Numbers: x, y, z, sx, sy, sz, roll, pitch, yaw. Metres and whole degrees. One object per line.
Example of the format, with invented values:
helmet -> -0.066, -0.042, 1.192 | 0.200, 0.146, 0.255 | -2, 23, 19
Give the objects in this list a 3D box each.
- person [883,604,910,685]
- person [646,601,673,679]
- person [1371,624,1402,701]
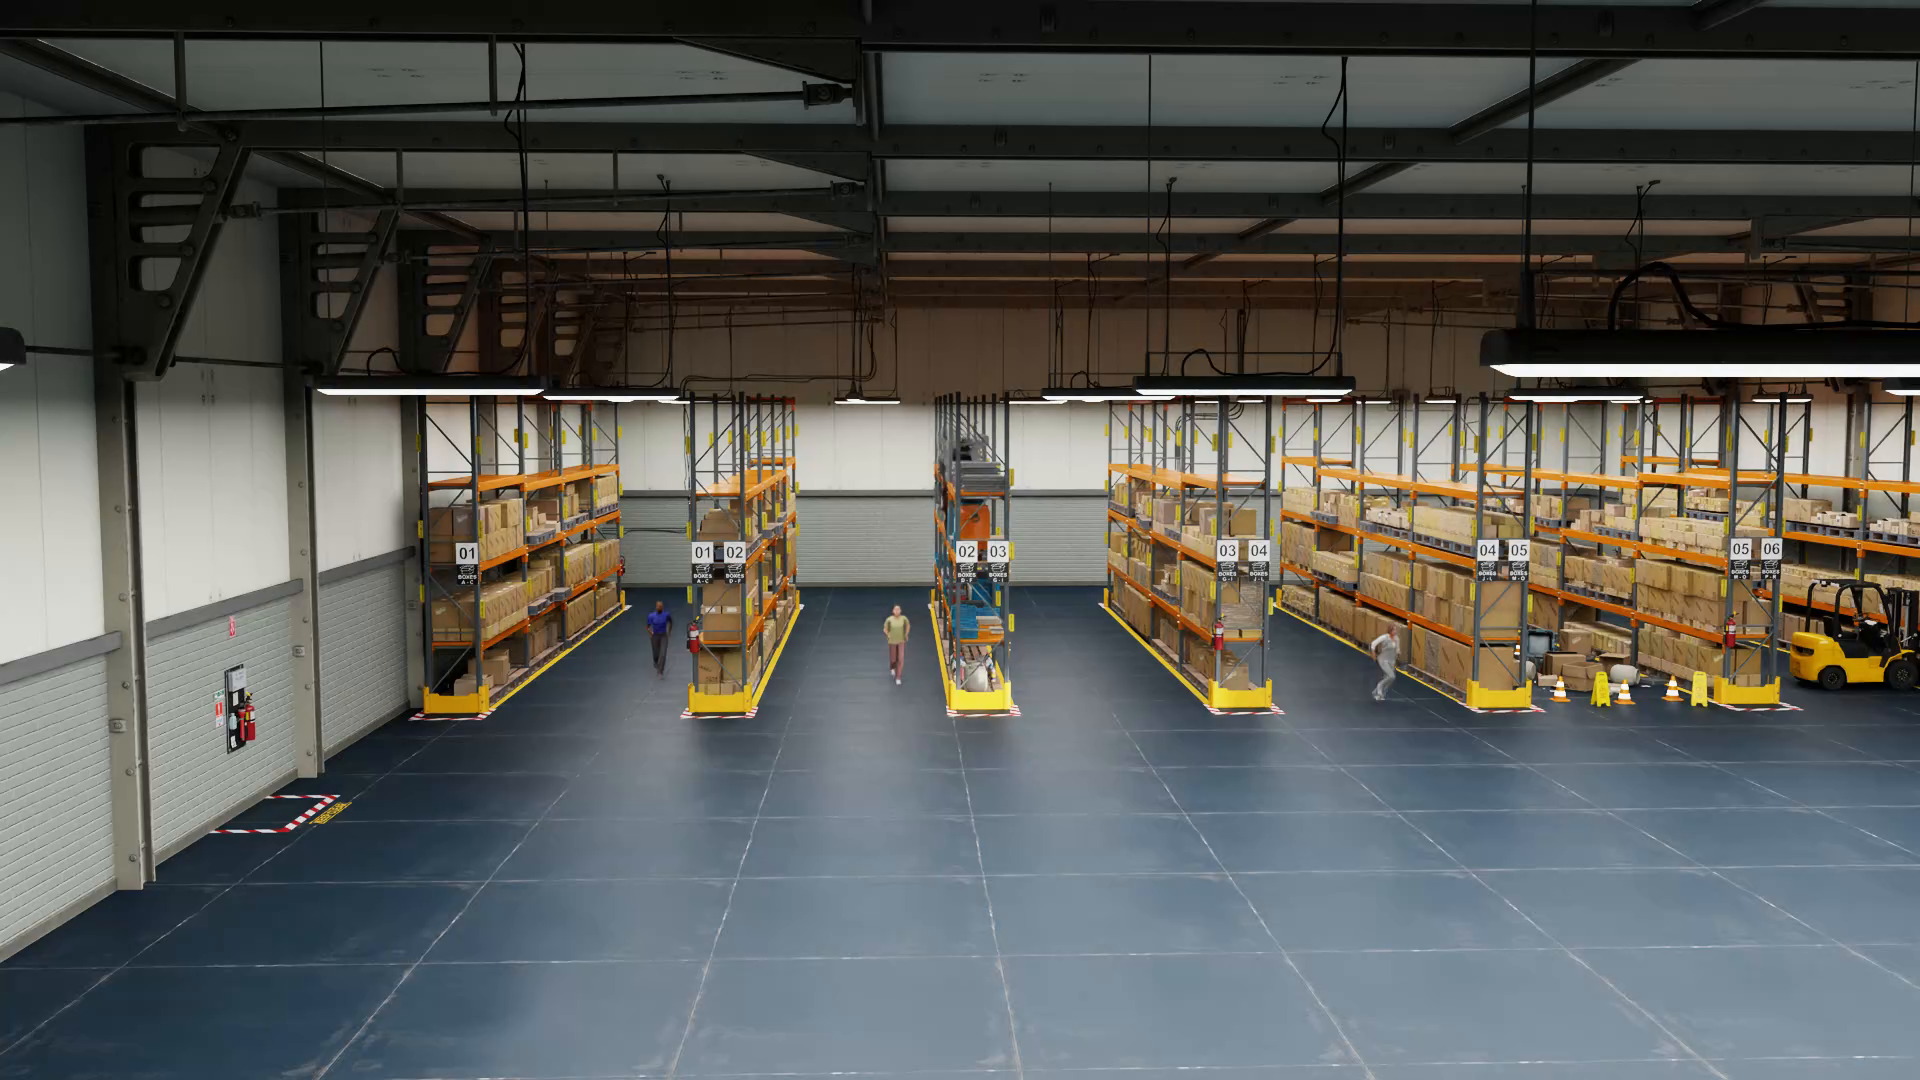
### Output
person -> -1.311, 2.138, 34.544 | 0.566, 1.640, 0.875 | -1, 5, -7
person -> -6.373, 2.114, 35.304 | 0.587, 1.642, 0.755 | -1, 5, -14
person -> 8.250, 2.367, 32.090 | 0.496, 1.526, 0.695 | -3, 5, -33
